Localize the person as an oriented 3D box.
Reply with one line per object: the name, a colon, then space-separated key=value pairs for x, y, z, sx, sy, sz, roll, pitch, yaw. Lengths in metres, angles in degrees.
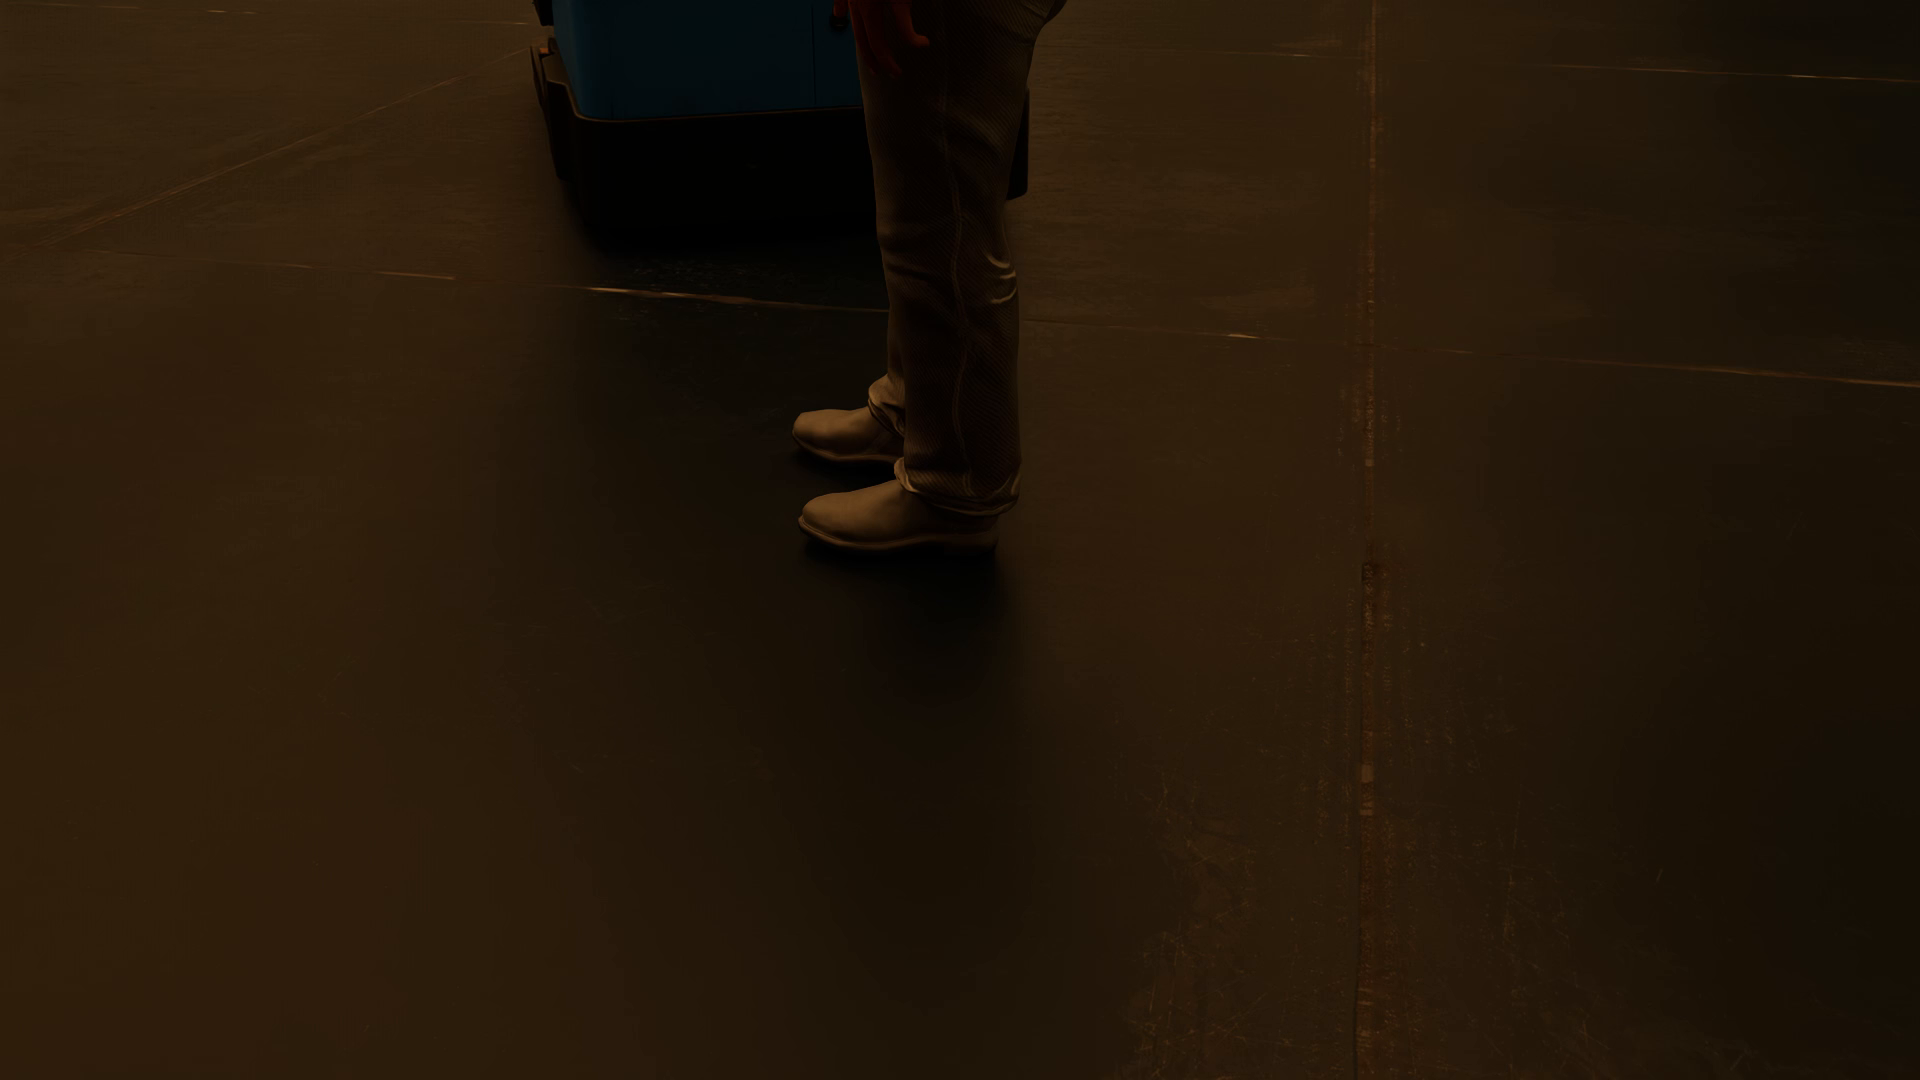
person: x=-0.060 y=-0.808 z=2.116 sx=0.566 sy=1.775 sz=0.633 roll=6 pitch=27 yaw=11

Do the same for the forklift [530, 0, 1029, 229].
forklift: x=-0.725 y=-2.648 z=4.495 sx=1.130 sy=2.935 sz=3.031 roll=-7 pitch=28 yaw=-14
